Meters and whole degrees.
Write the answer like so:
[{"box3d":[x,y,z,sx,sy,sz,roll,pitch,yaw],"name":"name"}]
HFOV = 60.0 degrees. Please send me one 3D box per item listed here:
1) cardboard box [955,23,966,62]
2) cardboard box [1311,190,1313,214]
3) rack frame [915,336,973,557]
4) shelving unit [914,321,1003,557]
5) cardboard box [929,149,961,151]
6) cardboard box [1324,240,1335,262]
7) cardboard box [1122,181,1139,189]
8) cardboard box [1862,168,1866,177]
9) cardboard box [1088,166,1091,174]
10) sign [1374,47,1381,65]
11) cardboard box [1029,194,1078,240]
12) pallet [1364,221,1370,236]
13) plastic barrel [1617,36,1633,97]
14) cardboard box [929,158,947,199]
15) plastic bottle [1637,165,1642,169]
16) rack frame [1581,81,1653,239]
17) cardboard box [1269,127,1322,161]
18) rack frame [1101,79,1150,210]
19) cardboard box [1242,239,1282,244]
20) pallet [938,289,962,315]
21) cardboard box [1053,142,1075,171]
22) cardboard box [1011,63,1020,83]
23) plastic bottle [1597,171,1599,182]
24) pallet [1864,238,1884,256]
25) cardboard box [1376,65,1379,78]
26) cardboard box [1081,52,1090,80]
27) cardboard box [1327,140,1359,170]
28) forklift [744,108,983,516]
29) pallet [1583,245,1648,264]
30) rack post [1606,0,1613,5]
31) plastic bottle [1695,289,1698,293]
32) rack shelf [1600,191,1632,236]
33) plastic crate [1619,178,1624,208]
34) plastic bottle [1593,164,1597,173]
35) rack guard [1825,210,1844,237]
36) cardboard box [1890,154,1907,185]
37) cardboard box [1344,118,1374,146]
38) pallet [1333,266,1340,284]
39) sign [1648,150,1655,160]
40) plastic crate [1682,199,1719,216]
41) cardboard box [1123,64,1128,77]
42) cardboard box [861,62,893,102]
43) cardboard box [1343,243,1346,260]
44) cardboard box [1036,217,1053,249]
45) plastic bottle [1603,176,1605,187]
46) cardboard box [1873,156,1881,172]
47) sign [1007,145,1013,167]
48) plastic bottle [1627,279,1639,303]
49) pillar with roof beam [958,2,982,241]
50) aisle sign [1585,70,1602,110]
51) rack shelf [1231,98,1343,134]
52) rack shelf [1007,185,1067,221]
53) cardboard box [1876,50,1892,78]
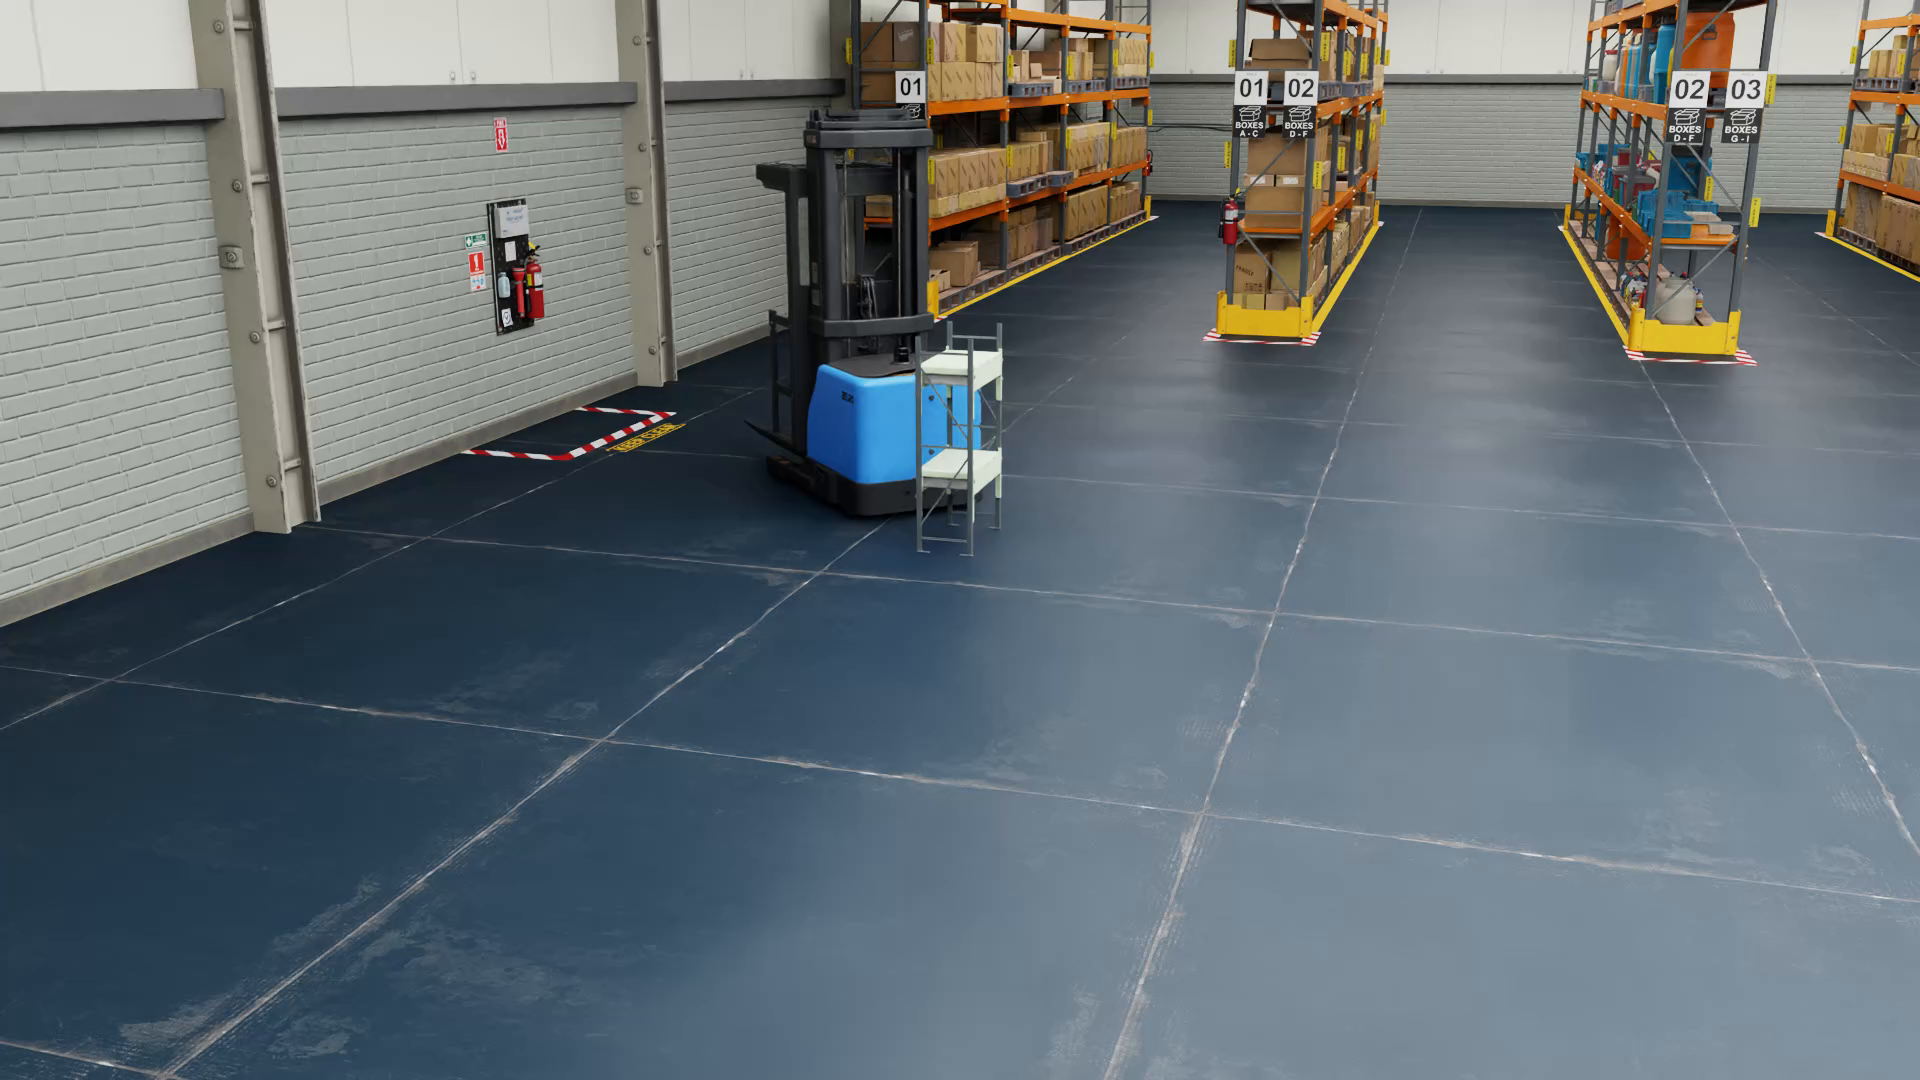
[{"box3d":[-0.236,-6.768,22.643,0.500,0.500,0.500,5,17,17],"name":"cardboard box"},{"box3d":[4.282,-4.495,21.996,0.700,0.500,0.500,5,17,16],"name":"cardboard box"},{"box3d":[-0.106,-0.624,11.281,0.400,1.500,0.023,5,16,16],"name":"rack frame"},{"box3d":[-0.002,-0.720,11.619,0.431,1.500,0.755,5,16,16],"name":"shelving unit"},{"box3d":[-0.252,-5.545,24.744,0.500,0.500,0.500,5,16,16],"name":"cardboard box"},{"box3d":[5.339,-4.343,24.885,0.500,0.311,0.500,5,16,16],"name":"cardboard box"},{"box3d":[3.678,-7.700,36.104,0.380,0.149,0.250,4,16,15],"name":"cardboard box"},{"box3d":[16.964,-6.816,30.823,0.380,0.149,0.250,5,17,17],"name":"cardboard box"},{"box3d":[2.278,-7.030,31.543,0.380,0.149,0.250,4,16,14],"name":"cardboard box"},{"box3d":[7.789,-9.037,31.027,0.100,0.325,0.005,5,16,16],"name":"sign"},{"box3d":[1.704,-5.885,30.249,0.750,0.750,0.750,4,16,15],"name":"cardboard box"},{"box3d":[7.797,-6.356,33.852,1.003,0.211,1.213,5,16,16],"name":"pallet"},{"box3d":[10.426,-7.253,25.486,0.600,0.901,0.600,0,16,0],"name":"plastic barrel"},{"box3d":[-0.481,-4.841,22.265,0.500,0.500,0.500,5,16,16],"name":"cardboard box"},{"box3d":[11.560,-6.212,28.323,0.144,0.351,0.185,5,16,16],"name":"plastic bottle"},{"box3d":[12.004,-6.813,30.352,1.000,3.000,0.127,5,16,16],"name":"rack frame"},{"box3d":[4.577,-5.397,22.800,0.700,0.500,0.500,5,16,16],"name":"cardboard box"},{"box3d":[3.642,-8.628,36.750,1.000,3.000,0.127,5,16,16],"name":"rack frame"},{"box3d":[4.127,-3.855,22.820,0.500,0.500,0.500,5,16,16],"name":"cardboard box"},{"box3d":[-0.618,-3.330,23.182,1.003,0.211,1.213,5,16,16],"name":"pallet"},{"box3d":[1.752,-6.843,29.692,0.500,0.500,0.500,5,17,18],"name":"cardboard box"},{"box3d":[0.639,-7.388,26.277,0.500,0.311,0.500,5,17,18],"name":"cardboard box"},{"box3d":[11.091,-6.303,28.789,0.097,0.271,0.097,0,16,0],"name":"plastic bottle"},{"box3d":[17.044,-5.280,30.058,1.003,0.211,1.213,5,16,16],"name":"pallet"},{"box3d":[7.926,-9.178,32.553,0.500,0.250,0.500,5,16,16],"name":"cardboard box"},{"box3d":[2.054,-8.912,31.264,0.700,0.500,0.500,4,16,15],"name":"cardboard box"},{"box3d":[6.633,-6.800,29.352,0.700,0.500,0.500,8,18,26],"name":"cardboard box"},{"box3d":[-0.940,-1.939,13.295,1.130,2.935,3.031,-8,18,-26],"name":"forklift"},{"box3d":[11.400,-4.952,28.903,1.003,0.211,1.213,5,16,16],"name":"pallet"},{"box3d":[11.735,-9.445,28.775,0.937,0.300,0.954,4,16,15],"name":"rack post"},{"box3d":[9.505,-3.112,21.499,0.097,0.271,0.097,0,16,0],"name":"plastic bottle"},{"box3d":[10.299,-4.897,24.916,1.077,0.370,4.000,5,16,16],"name":"rack shelf"},{"box3d":[9.746,-5.025,24.077,0.392,0.384,0.575,5,16,16],"name":"plastic crate"},{"box3d":[11.410,-6.596,29.823,0.097,0.271,0.097,0,16,0],"name":"plastic bottle"},{"box3d":[17.897,-6.279,33.050,1.175,0.500,0.348,5,16,16],"name":"rack guard"},{"box3d":[16.383,-6.376,28.628,0.500,0.500,0.500,5,16,16],"name":"cardboard box"},{"box3d":[7.660,-7.829,31.917,0.500,0.500,0.500,5,17,17],"name":"cardboard box"},{"box3d":[5.499,-4.279,26.530,1.003,0.211,1.213,5,16,16],"name":"pallet"},{"box3d":[12.531,-6.903,30.162,0.100,0.325,0.005,5,16,16],"name":"sign"},{"box3d":[9.677,-4.338,21.898,0.499,0.251,0.616,5,16,16],"name":"plastic crate"},{"box3d":[3.113,-9.495,33.632,0.500,0.250,0.500,4,16,15],"name":"cardboard box"},{"box3d":[-1.029,-6.071,22.020,0.500,0.500,0.500,6,17,20],"name":"cardboard box"},{"box3d":[6.061,-4.739,27.309,0.500,0.250,0.500,4,16,15],"name":"cardboard box"},{"box3d":[1.214,-5.351,28.973,0.700,0.500,0.500,5,17,17],"name":"cardboard box"},{"box3d":[10.639,-5.909,27.381,0.061,0.283,0.133,5,16,16],"name":"plastic bottle"},{"box3d":[16.772,-6.771,29.934,0.500,0.250,0.500,5,17,18],"name":"cardboard box"},{"box3d":[0.755,-5.864,25.422,0.100,0.325,0.005,5,16,16],"name":"sign"},{"box3d":[8.876,-3.269,21.905,0.144,0.351,0.185,5,17,18],"name":"plastic bottle"},{"box3d":[4.298,-8.814,26.413,9.100,9.000,0.400,5,16,16],"name":"pillar with roof beam"},{"box3d":[12.877,-9.152,33.834,0.394,0.787,0.004,5,16,16],"name":"aisle sign"},{"box3d":[4.414,-5.679,22.174,1.077,0.370,4.000,5,16,16],"name":"rack shelf"},{"box3d":[0.801,-5.665,27.624,1.077,0.370,4.000,5,16,16],"name":"rack shelf"},{"box3d":[17.417,-8.799,30.723,0.700,0.500,0.500,3,16,12],"name":"cardboard box"}]
